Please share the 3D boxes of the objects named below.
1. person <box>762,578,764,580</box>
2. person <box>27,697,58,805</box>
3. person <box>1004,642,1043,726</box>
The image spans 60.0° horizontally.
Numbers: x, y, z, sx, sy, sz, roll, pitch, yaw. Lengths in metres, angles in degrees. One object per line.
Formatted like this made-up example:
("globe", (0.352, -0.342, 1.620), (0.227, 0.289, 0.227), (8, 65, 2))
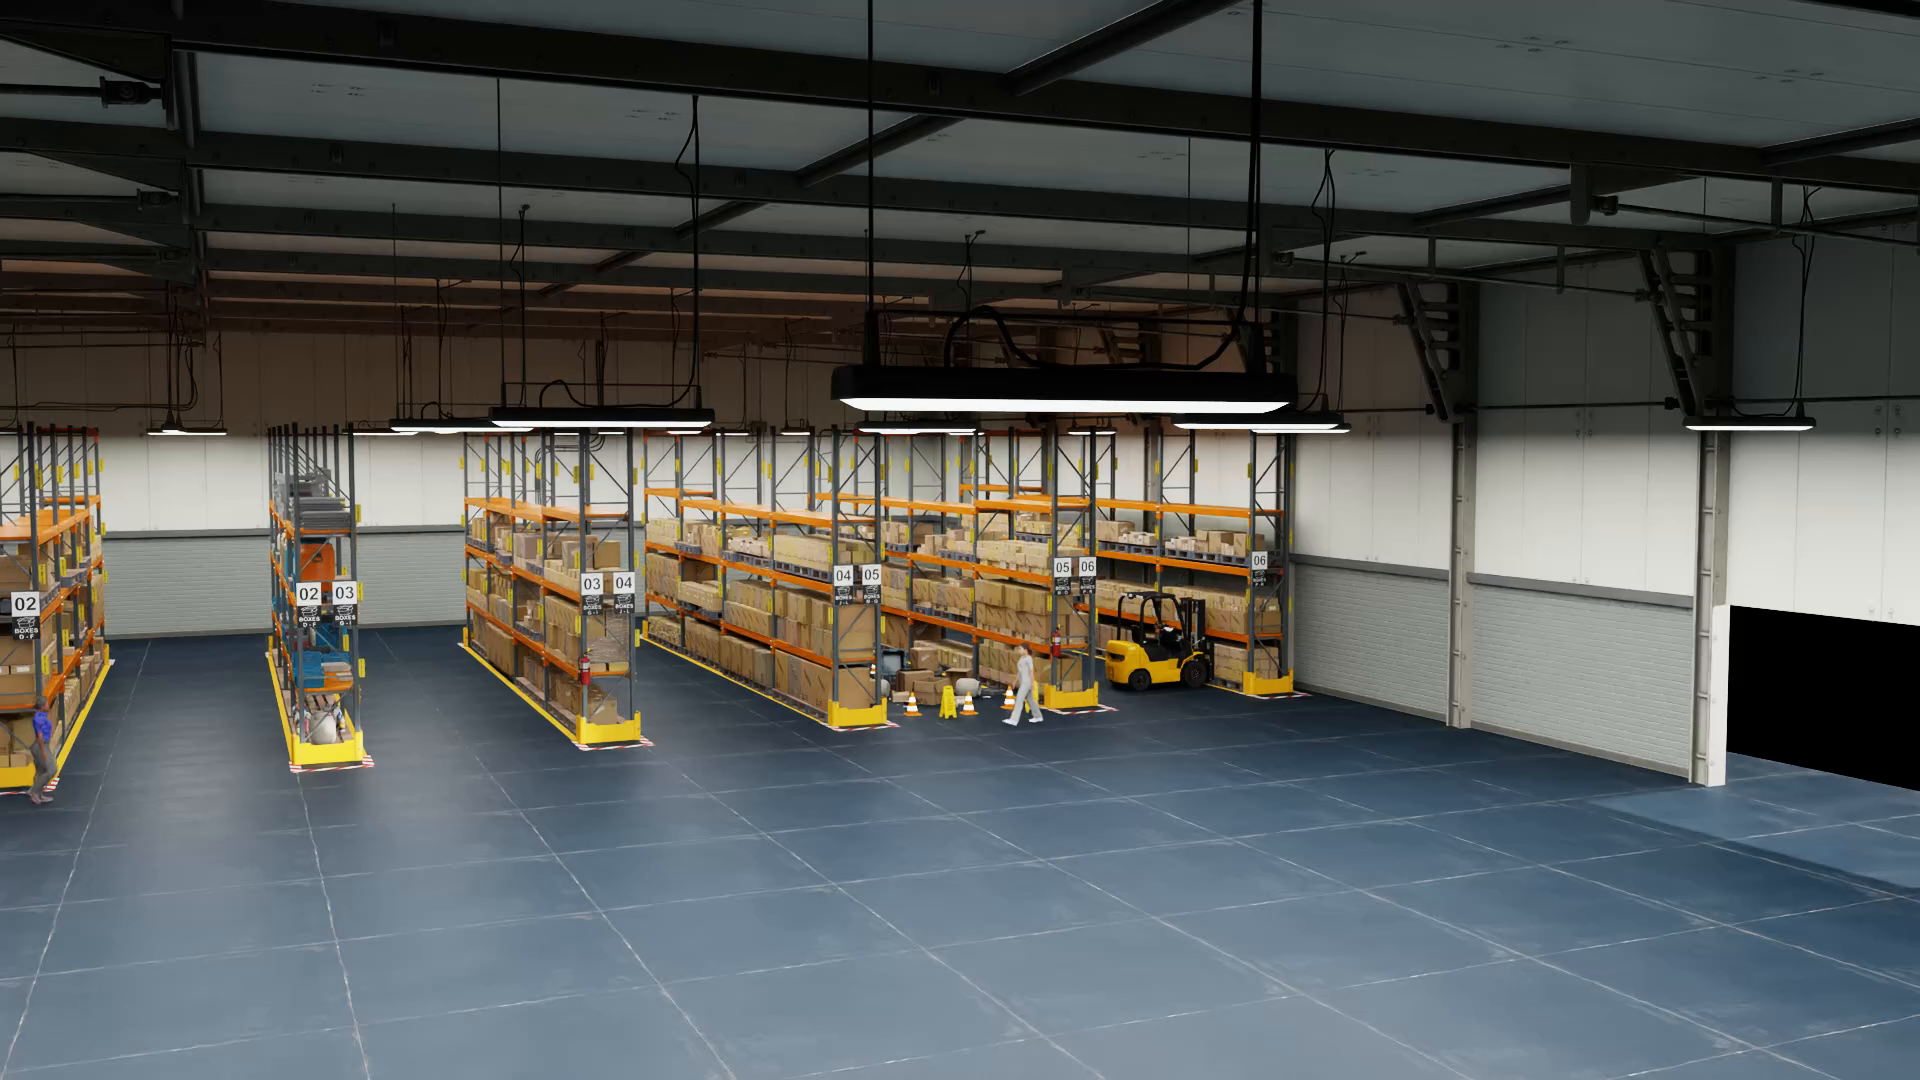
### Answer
("person", (-5.630, 1.982, 47.221), (0.429, 1.818, 0.623), (1, 4, 21))
("person", (-14.386, 3.288, 26.037), (0.428, 1.657, 0.480), (-2, 4, -29))
("person", (1.262, 2.865, 33.254), (0.892, 1.641, 0.462), (-1, 4, -15))
